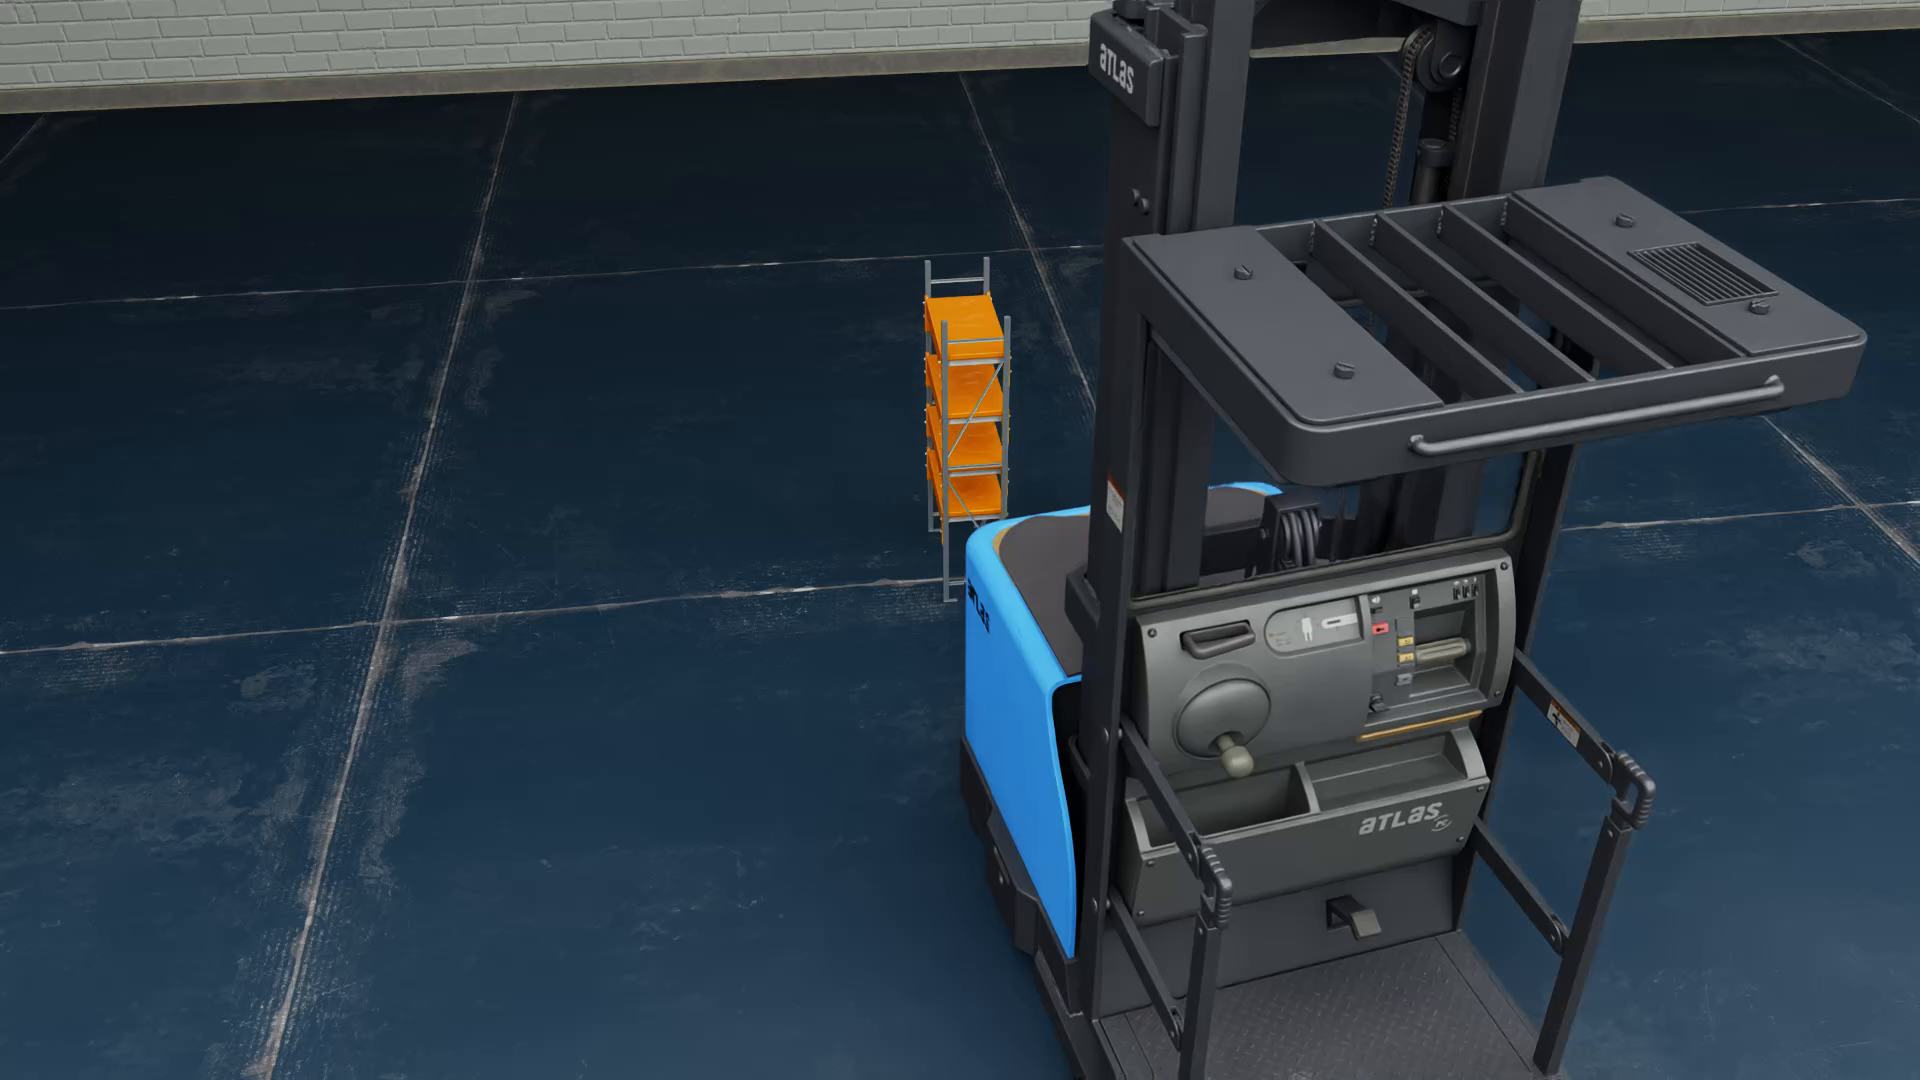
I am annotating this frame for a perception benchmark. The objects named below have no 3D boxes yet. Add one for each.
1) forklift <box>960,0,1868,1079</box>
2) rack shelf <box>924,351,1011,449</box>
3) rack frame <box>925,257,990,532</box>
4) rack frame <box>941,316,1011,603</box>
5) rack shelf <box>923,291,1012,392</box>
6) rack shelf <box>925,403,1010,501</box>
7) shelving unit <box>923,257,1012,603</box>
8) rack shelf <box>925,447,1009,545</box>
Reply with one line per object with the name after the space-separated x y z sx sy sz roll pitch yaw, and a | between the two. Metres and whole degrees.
0.915 0.347 3.639 1.130 2.935 3.031 -10 35 -14 | forklift
0.022 -0.533 6.188 0.258 0.148 0.480 -4 35 -6 | rack shelf
-0.011 -0.540 6.476 0.240 1.200 0.015 -4 35 -6 | rack frame
0.055 -0.267 6.077 0.240 1.200 0.015 -4 35 -6 | rack frame
0.022 -0.728 6.055 0.258 0.148 0.480 -4 35 -6 | rack shelf
0.022 -0.348 6.314 0.258 0.148 0.480 -4 35 -6 | rack shelf
0.022 -0.403 6.277 0.258 1.200 0.503 -4 35 -6 | shelving unit
0.022 -0.184 6.426 0.258 0.148 0.480 -4 35 -6 | rack shelf
